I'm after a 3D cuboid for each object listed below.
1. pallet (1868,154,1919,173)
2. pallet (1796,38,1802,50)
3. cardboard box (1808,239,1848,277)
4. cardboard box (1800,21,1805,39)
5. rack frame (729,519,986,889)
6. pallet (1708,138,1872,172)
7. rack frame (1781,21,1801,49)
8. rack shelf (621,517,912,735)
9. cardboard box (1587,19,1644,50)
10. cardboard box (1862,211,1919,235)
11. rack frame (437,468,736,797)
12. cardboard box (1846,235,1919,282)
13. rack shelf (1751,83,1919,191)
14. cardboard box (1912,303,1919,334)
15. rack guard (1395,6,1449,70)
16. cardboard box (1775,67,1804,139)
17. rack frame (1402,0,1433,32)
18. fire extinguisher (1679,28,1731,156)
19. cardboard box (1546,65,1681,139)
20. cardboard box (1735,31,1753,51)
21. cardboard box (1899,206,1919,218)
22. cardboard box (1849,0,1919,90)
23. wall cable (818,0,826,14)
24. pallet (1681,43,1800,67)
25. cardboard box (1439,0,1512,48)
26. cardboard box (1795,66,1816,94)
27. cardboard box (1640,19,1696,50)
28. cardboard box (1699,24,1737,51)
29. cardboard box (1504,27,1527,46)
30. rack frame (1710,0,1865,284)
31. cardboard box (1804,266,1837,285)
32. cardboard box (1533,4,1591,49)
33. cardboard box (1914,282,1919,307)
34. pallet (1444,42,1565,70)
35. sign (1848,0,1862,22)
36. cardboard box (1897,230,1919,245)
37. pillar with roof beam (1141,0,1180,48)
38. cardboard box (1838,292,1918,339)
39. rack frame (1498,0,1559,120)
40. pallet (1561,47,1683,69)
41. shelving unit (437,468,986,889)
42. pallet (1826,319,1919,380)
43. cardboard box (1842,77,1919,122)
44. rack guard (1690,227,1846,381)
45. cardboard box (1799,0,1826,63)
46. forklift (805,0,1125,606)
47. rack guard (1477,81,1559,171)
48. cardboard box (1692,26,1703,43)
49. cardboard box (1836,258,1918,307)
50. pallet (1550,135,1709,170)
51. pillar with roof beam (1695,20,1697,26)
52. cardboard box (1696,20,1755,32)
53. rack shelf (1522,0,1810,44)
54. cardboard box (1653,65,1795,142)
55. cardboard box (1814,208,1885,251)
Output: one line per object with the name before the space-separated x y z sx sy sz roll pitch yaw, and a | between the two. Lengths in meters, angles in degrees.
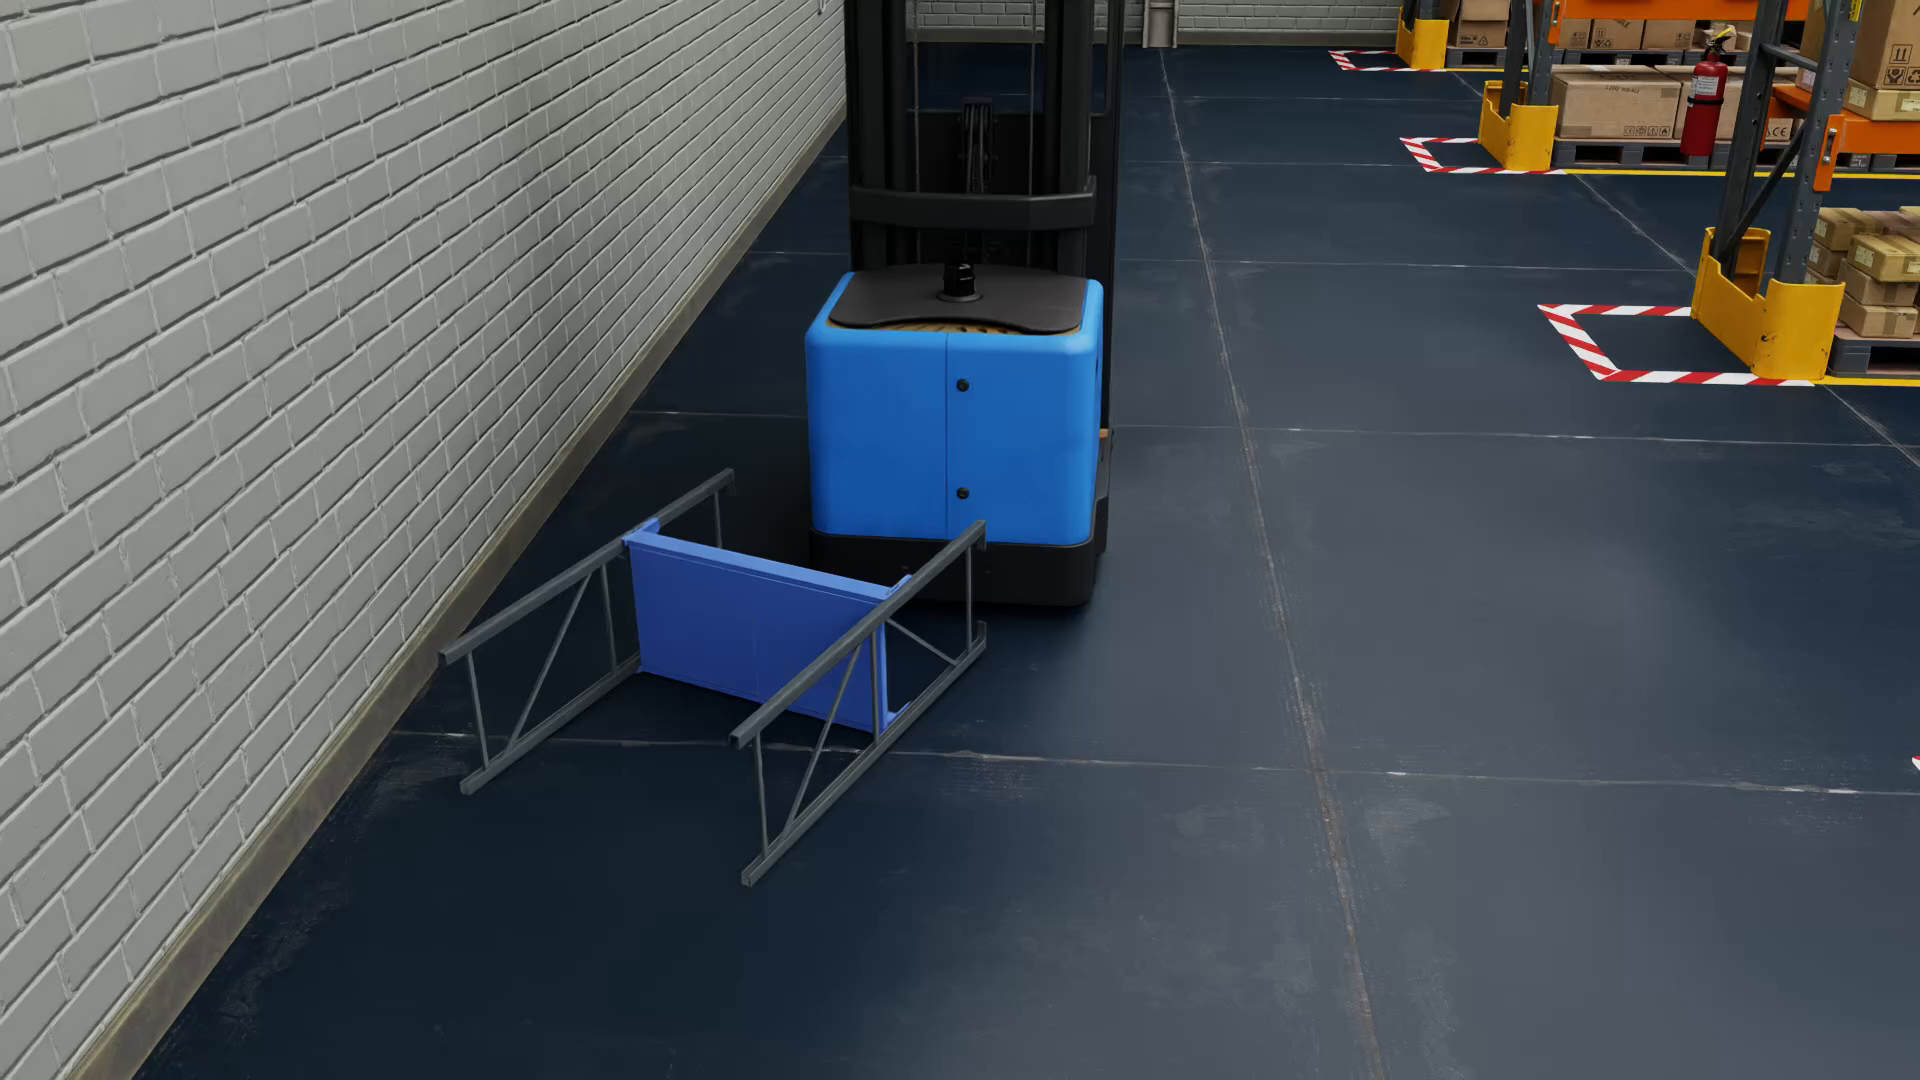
pallet | 7.762 -3.159 13.362 1.213 0.211 1.003 2 25 4
pallet | 9.704 -5.160 17.712 1.213 0.211 1.003 2 25 4
cardboard box | 4.796 -1.563 9.111 0.250 0.149 0.380 1 25 3
cardboard box | 9.403 -5.600 17.820 0.500 0.500 0.500 2 25 4
rack frame | -0.262 0.450 5.131 0.032 0.500 1.500 12 28 24
pallet | 6.542 -3.197 13.444 1.213 0.211 1.003 2 25 4
rack frame | 8.891 -6.437 17.152 0.127 3.000 1.000 2 25 4
rack shelf | -0.635 0.284 5.483 1.000 0.538 0.185 12 28 24
cardboard box | 6.874 -5.459 17.514 0.500 0.500 0.500 2 25 5
cardboard box | 5.041 -1.653 8.950 0.250 0.149 0.380 2 25 5
rack frame | -1.170 0.259 5.547 0.032 0.500 1.500 12 28 24
cardboard box | 4.744 -1.438 8.482 0.250 0.149 0.380 1 25 2
rack shelf | 6.242 -2.039 8.454 4.000 0.370 1.077 2 25 4
cardboard box | 5.013 -1.201 8.681 0.250 0.149 0.380 2 25 4
rack guard | 4.978 -5.427 17.947 0.348 0.500 1.175 2 25 4
cardboard box | 7.004 -3.489 13.306 0.875 0.438 0.875 1 25 2
rack frame | 4.902 -6.565 17.430 0.127 3.000 1.000 2 25 4
fire extinguisher | 4.032 -2.426 8.973 0.183 0.674 0.296 2 25 4
cardboard box | 5.192 -3.544 13.426 0.875 0.438 0.875 1 25 2
cardboard box | 8.313 -5.228 17.432 0.250 0.149 0.380 1 25 2
cardboard box | 5.309 -1.697 9.047 0.250 0.149 0.380 1 25 3
cardboard box | 4.674 -2.481 8.078 0.500 0.500 0.500 3 25 6
wall cable | -1.098 -5.143 13.086 0.123 1.953 0.585 2 25 4
pallet | 8.206 -5.193 17.783 1.213 0.211 1.003 2 25 4
cardboard box | 5.505 -5.563 17.735 0.637 0.503 0.797 1 25 2
cardboard box | 4.595 -2.423 8.729 0.250 0.149 0.380 2 25 4
cardboard box | 7.389 -5.485 17.569 0.500 0.500 0.700 1 25 2
cardboard box | 7.957 -5.293 17.433 0.258 0.266 0.396 3 25 6
cardboard box | 5.926 -5.372 17.745 0.250 0.149 0.380 1 25 2
rack frame | 4.248 -2.430 8.443 0.127 3.000 1.000 2 25 4
cardboard box | 4.789 -1.396 9.103 0.250 0.149 0.380 2 25 5
cardboard box | 6.354 -5.518 17.641 0.500 0.500 0.700 3 25 6
cardboard box | 5.019 -1.305 8.550 0.250 0.149 0.380 2 25 4
pallet | 5.773 -5.271 17.953 1.213 0.211 1.003 2 25 4
sign | 4.206 -2.597 7.770 0.005 0.325 0.100 2 25 4
cardboard box | 5.028 -1.479 8.572 0.250 0.149 0.380 2 25 5
pillar with roof beam | 1.953 -7.958 13.280 0.400 9.000 9.100 2 25 4
cardboard box | 4.746 -1.176 8.625 0.250 0.149 0.380 2 25 5
rack frame | 4.526 -4.496 12.934 0.127 3.000 1.000 2 25 4
pallet | 6.986 -5.231 17.866 1.213 0.211 1.003 2 25 4
shelving unit | -0.716 0.354 5.339 1.048 0.538 1.500 12 28 24
pallet | 5.131 -1.120 8.932 1.213 0.211 1.003 2 25 4
cardboard box | 4.546 -2.169 8.176 0.250 0.149 0.380 2 25 4
rack guard | 4.324 -1.292 8.960 0.348 0.500 1.175 2 25 4
cardboard box | 4.716 -2.704 8.562 0.500 0.500 0.500 2 25 5
forklift | 0.122 -1.672 6.878 1.130 2.935 3.031 3 25 6
rack guard | 4.502 -3.362 13.458 0.348 0.500 1.175 2 25 4
cardboard box | 7.818 -5.467 17.950 0.250 0.149 0.380 2 25 3
cardboard box | 4.751 -1.337 8.620 0.250 0.149 0.380 3 25 6
pallet | 5.329 -3.237 13.532 1.213 0.211 1.003 2 25 4
pillar with roof beam | 7.936 -7.766 12.863 0.400 9.000 9.100 2 25 4
cardboard box | 8.250 -5.526 17.886 0.500 0.311 0.500 3 25 6
rack shelf | 6.520 -4.106 12.945 4.000 0.370 1.077 2 25 4
cardboard box | 6.105 -3.518 13.370 0.875 0.438 0.875 2 25 5
cardboard box | 4.795 -1.685 9.019 0.250 0.149 0.380 2 25 5
